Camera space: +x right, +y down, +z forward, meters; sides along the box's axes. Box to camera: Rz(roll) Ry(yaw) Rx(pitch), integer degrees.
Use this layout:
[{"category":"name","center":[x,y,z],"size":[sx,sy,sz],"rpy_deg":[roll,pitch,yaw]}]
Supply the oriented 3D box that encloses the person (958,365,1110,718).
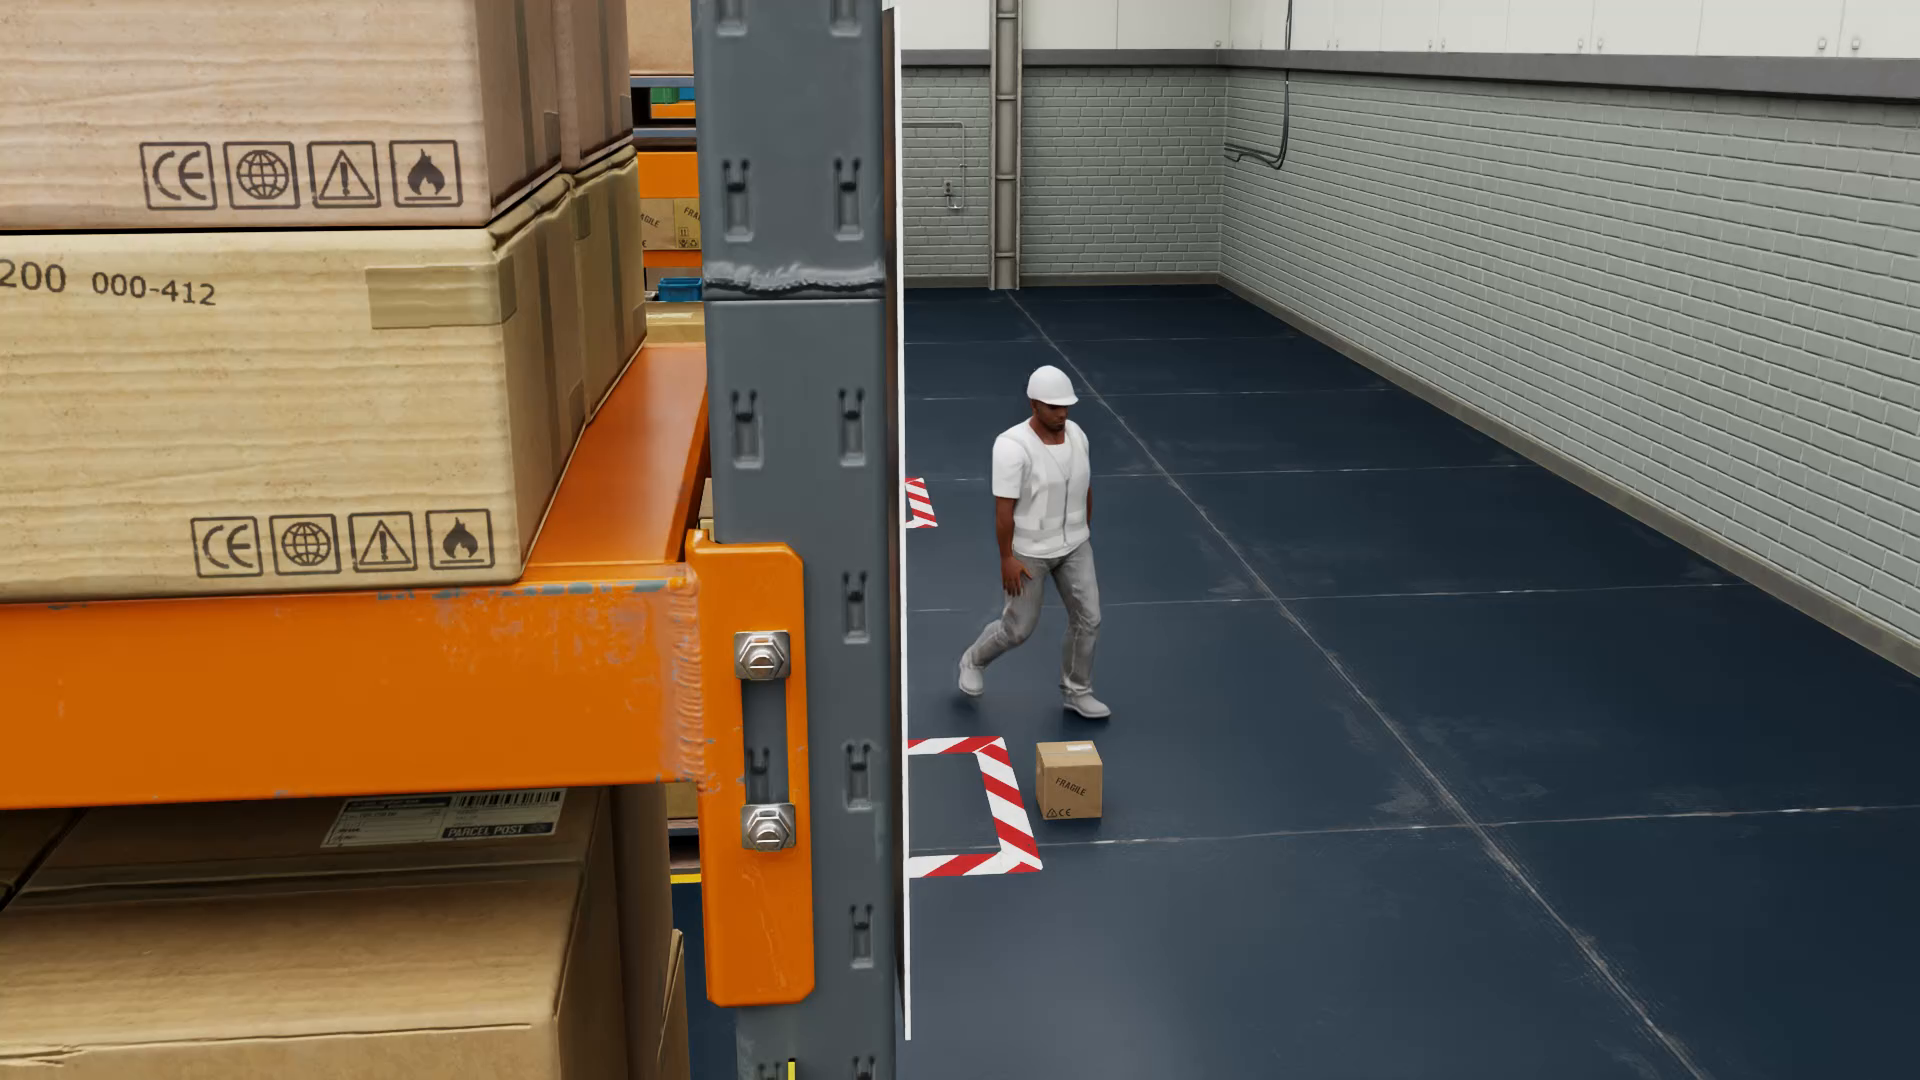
[{"category":"person","center":[0.360,0.002,8.014],"size":[0.610,1.741,0.737],"rpy_deg":[-11,20,-33]}]
